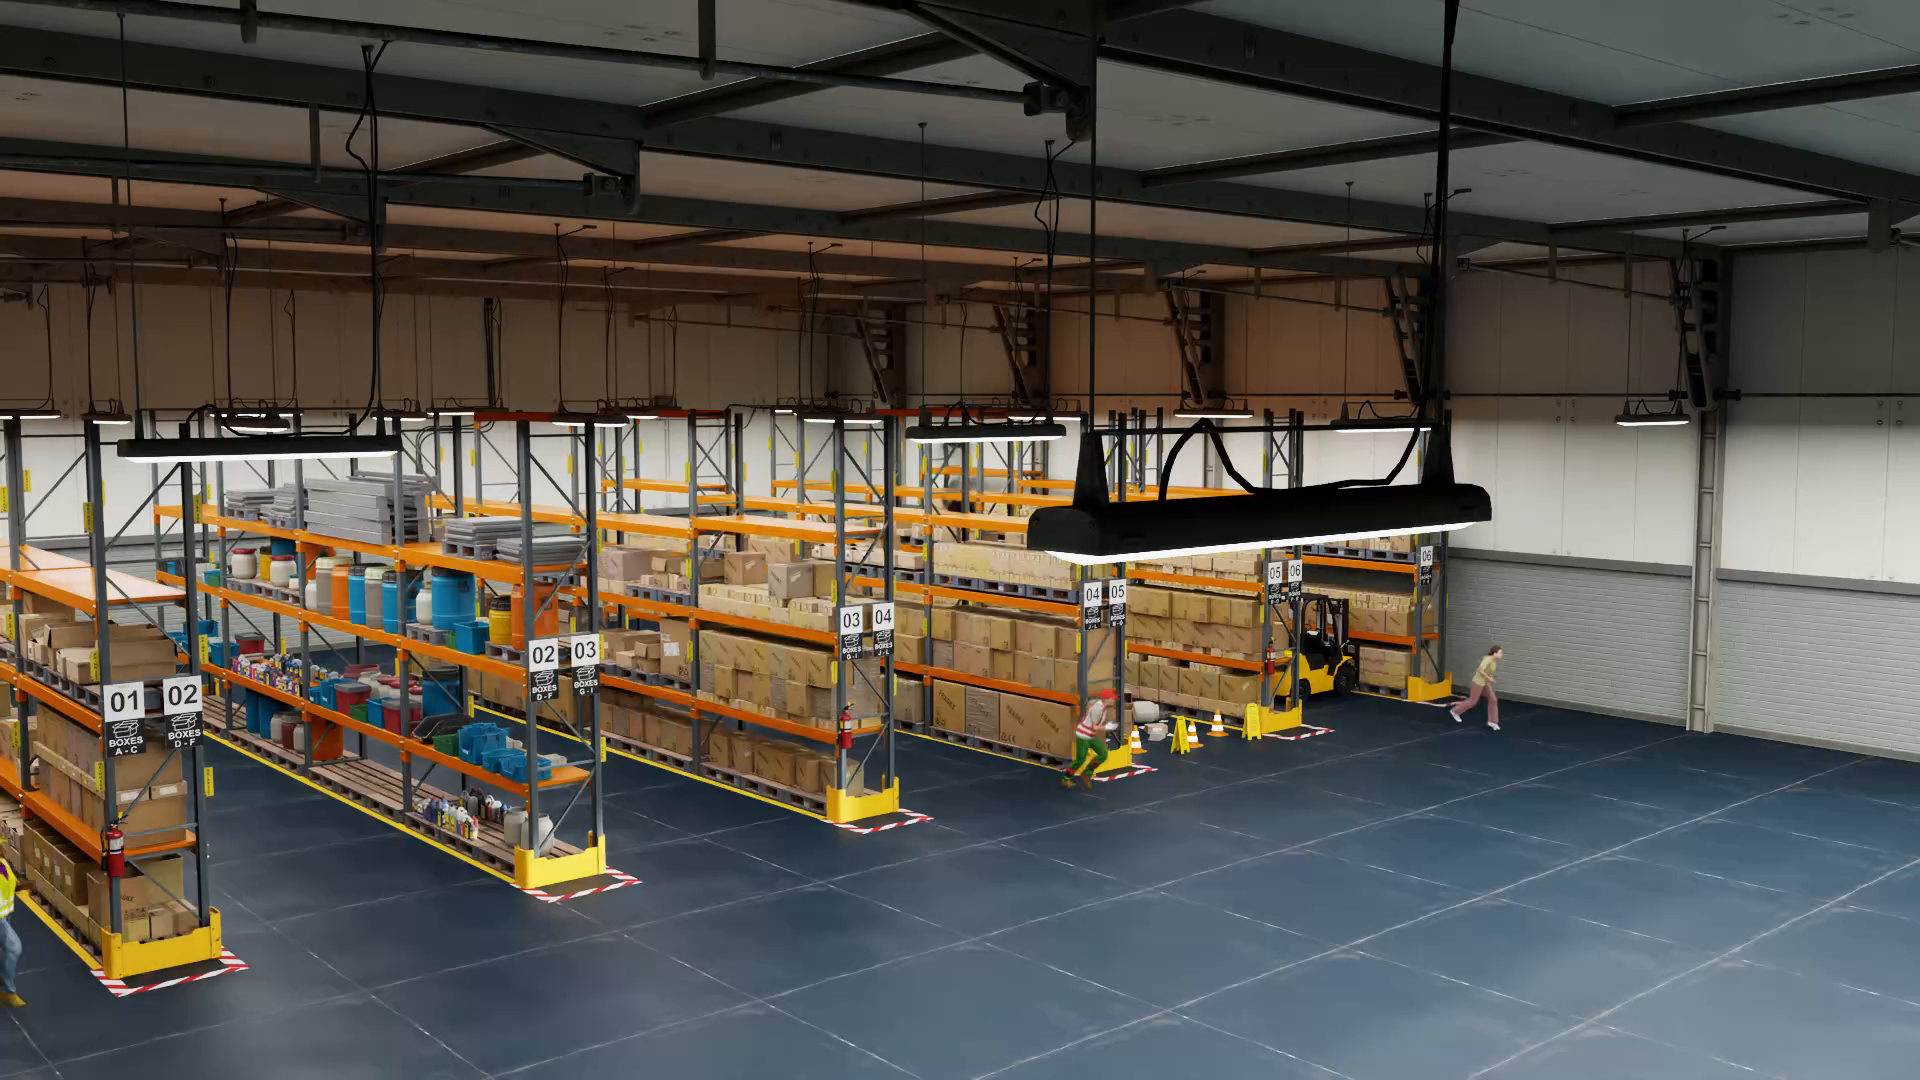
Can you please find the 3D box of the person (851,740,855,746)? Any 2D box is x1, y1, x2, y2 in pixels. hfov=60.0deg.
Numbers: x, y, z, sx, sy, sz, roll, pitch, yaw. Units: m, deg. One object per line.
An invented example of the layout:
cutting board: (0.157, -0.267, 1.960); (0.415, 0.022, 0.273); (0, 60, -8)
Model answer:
person: (-2.302, 2.788, 30.103); (0.897, 1.803, 0.681); (3, 6, 34)

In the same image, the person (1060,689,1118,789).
person: (2.084, 3.181, 26.618); (0.957, 1.637, 0.702); (1, 5, 16)

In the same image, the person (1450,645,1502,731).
person: (9.825, 2.784, 31.600); (1.005, 1.618, 0.614); (3, 6, 30)

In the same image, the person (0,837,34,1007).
person: (-10.013, 3.937, 17.245); (0.776, 1.824, 0.679); (-1, 5, -6)
